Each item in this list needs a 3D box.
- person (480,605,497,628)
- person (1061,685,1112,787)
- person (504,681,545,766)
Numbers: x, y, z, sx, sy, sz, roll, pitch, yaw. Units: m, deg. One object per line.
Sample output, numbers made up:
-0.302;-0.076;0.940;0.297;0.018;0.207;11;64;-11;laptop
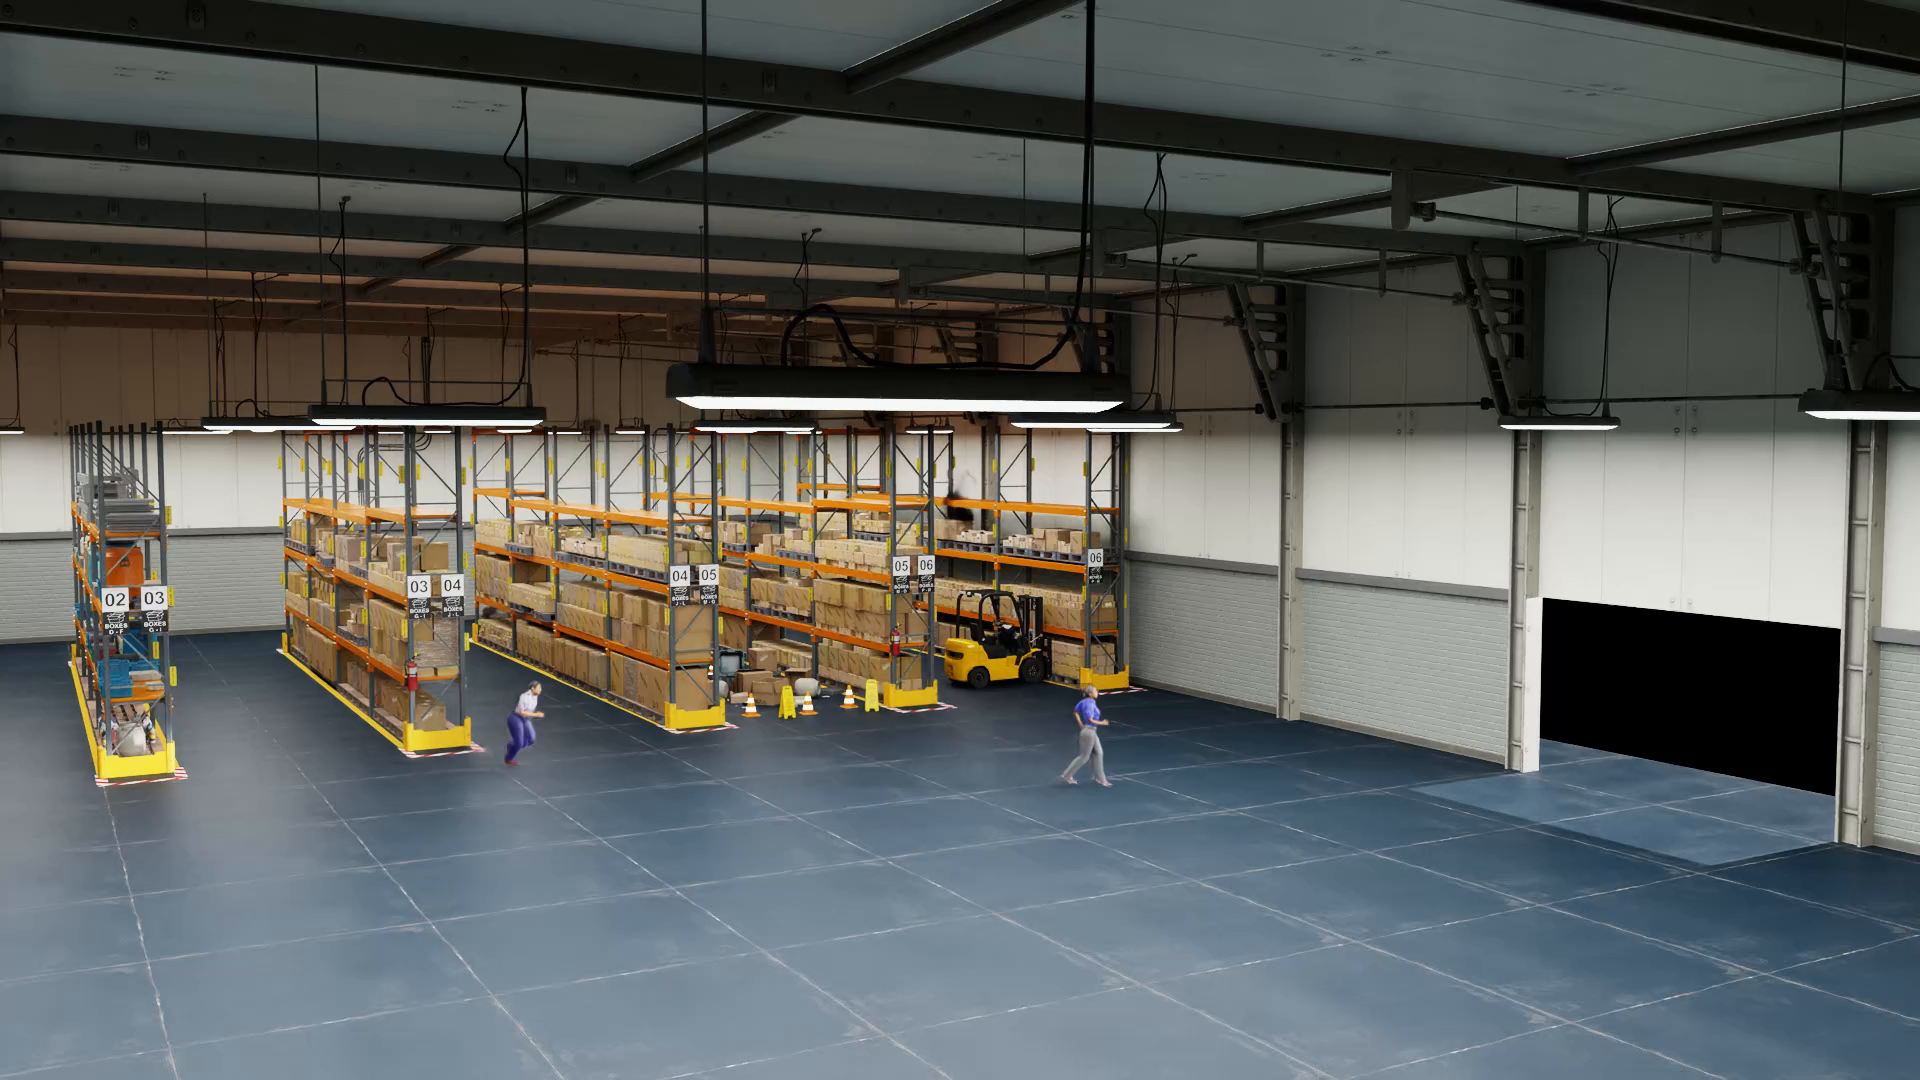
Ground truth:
-13.547;1.913;47.842;0.893;1.714;0.723;-2;4;-31;person
2.080;3.217;27.177;0.846;1.687;0.571;0;4;1;person
-7.586;3.189;29.072;0.787;1.499;0.623;1;4;11;person
